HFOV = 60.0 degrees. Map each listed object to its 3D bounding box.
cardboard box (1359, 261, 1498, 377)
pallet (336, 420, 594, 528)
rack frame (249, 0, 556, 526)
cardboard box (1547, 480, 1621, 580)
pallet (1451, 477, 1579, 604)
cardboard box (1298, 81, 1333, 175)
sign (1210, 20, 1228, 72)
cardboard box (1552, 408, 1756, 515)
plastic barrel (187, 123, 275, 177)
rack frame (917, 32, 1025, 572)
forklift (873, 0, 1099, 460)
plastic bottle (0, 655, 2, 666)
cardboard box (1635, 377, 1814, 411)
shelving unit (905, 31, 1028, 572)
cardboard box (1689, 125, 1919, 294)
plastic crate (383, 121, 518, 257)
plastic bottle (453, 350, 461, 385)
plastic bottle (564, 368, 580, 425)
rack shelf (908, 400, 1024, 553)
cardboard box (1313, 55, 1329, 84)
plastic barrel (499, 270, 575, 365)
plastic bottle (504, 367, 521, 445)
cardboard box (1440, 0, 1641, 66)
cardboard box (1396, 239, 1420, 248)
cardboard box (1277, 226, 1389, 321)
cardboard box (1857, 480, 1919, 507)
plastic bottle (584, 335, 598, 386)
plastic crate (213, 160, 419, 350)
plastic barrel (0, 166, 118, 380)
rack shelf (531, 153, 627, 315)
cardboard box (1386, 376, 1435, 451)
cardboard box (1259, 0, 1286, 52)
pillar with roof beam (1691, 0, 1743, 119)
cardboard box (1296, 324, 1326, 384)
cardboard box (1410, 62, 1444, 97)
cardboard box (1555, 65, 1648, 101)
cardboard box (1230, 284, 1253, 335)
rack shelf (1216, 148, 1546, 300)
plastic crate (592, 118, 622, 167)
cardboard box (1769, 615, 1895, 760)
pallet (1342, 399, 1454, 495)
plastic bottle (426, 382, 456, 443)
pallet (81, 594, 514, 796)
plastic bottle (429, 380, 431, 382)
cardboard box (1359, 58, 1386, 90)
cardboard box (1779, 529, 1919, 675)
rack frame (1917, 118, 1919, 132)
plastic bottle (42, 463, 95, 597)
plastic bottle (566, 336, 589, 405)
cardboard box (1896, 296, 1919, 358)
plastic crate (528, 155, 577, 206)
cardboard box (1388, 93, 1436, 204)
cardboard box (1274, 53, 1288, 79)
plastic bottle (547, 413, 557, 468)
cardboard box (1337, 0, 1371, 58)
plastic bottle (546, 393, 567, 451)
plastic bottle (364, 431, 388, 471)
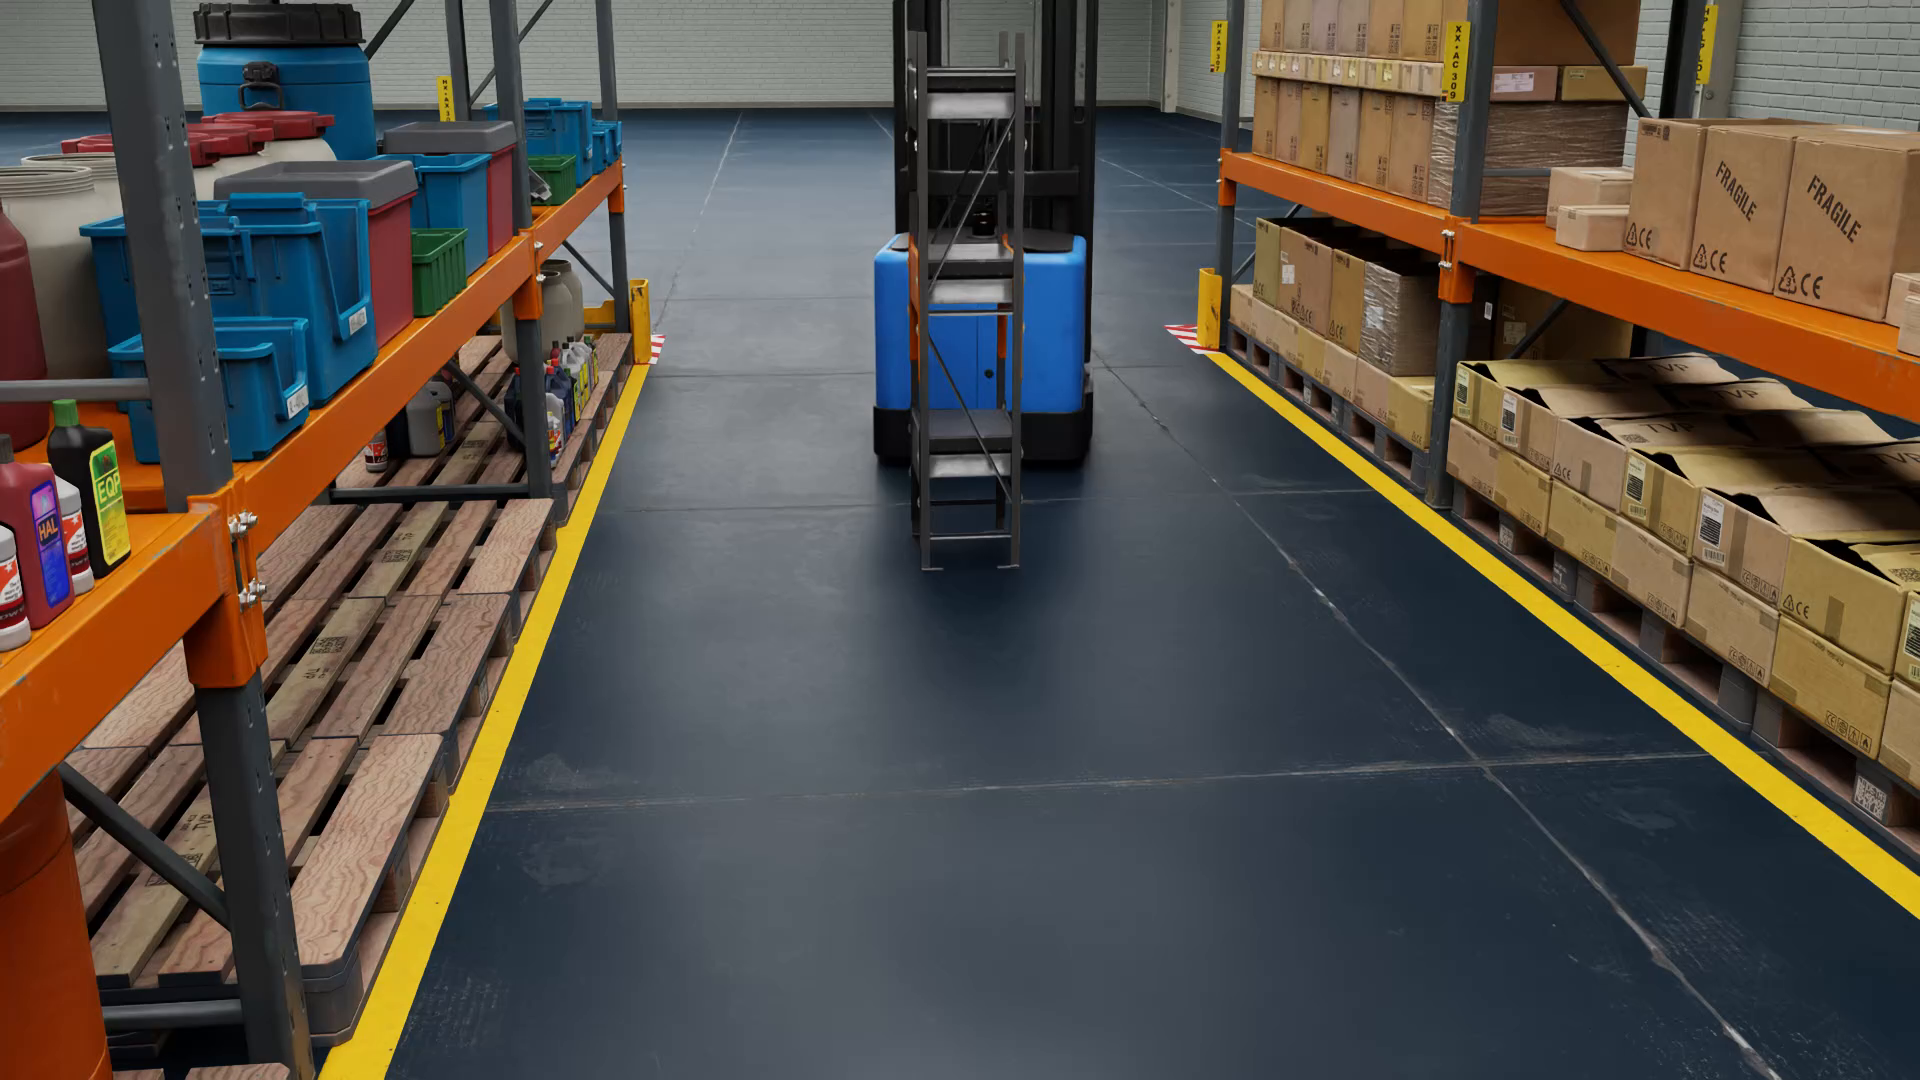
[{"bbox_3d":[2.351,-1.124,8.388,0.500,0.500,0.500,-2,18,-6],"label":"cardboard box"},{"bbox_3d":[-2.299,-0.317,7.833,1.003,0.211,1.213,-2,18,-6],"label":"pallet"},{"bbox_3d":[-2.271,-1.446,6.774,1.000,3.000,0.127,-2,18,-6],"label":"rack frame"},{"bbox_3d":[2.559,-0.052,6.223,0.500,0.250,0.500,-2,18,-7],"label":"cardboard box"},{"bbox_3d":[2.771,-0.049,6.980,1.003,0.211,1.213,-2,18,-6],"label":"pallet"},{"bbox_3d":[2.383,-2.393,9.625,0.700,0.500,0.500,-2,18,-5],"label":"cardboard box"},{"bbox_3d":[1.691,-3.225,10.863,0.100,0.325,0.005,-2,18,-6],"label":"sign"},{"bbox_3d":[2.552,-0.319,6.139,0.500,0.311,0.500,-2,18,-7],"label":"cardboard box"},{"bbox_3d":[-2.315,-1.000,5.128,0.433,0.535,0.433,0,17,0],"label":"plastic barrel"},{"bbox_3d":[0.042,-0.880,6.474,0.400,2.100,0.015,-2,18,-6],"label":"rack frame"},{"bbox_3d":[0.209,-2.183,9.237,1.130,2.935,3.031,1,17,5],"label":"forklift"},{"bbox_3d":[-1.365,0.081,2.243,0.097,0.201,0.097,0,17,0],"label":"plastic bottle"},{"bbox_3d":[3.043,-0.487,6.673,0.500,0.311,0.500,-1,17,-4],"label":"cardboard box"},{"bbox_3d":[0.017,-0.952,6.705,0.431,2.100,0.503,-2,18,-6],"label":"shelving unit"},{"bbox_3d":[2.825,-1.110,5.537,0.500,0.500,0.500,-2,18,-6],"label":"cardboard box"},{"bbox_3d":[-1.917,-1.341,6.335,0.402,0.464,0.583,-2,18,-6],"label":"plastic crate"},{"bbox_3d":[-2.807,-0.996,9.161,0.097,0.271,0.097,0,17,0],"label":"plastic bottle"},{"bbox_3d":[-1.937,-0.719,8.261,0.061,0.283,0.133,-1,17,-3],"label":"plastic bottle"},{"bbox_3d":[0.017,-0.272,6.919,0.431,0.518,0.480,-2,18,-6],"label":"rack shelf"},{"bbox_3d":[2.205,-2.639,9.326,0.380,0.149,0.250,-2,18,-6],"label":"cardboard box"},{"bbox_3d":[-2.488,-1.308,9.787,0.421,0.512,0.421,0,17,0],"label":"plastic barrel"},{"bbox_3d":[-2.085,-0.640,7.897,0.144,0.351,0.185,-2,18,-6],"label":"plastic bottle"},{"bbox_3d":[2.604,-2.396,7.469,0.700,0.500,0.500,-2,18,-5],"label":"cardboard box"},{"bbox_3d":[2.763,-1.438,9.388,0.500,0.500,0.500,-2,18,-6],"label":"cardboard box"},{"bbox_3d":[2.195,-1.571,9.812,0.500,0.500,0.500,-2,18,-6],"label":"cardboard box"},{"bbox_3d":[3.194,-0.035,5.234,0.500,0.311,0.500,-2,18,-7],"label":"cardboard box"},{"bbox_3d":[-2.028,-0.983,9.102,0.061,0.283,0.133,-1,17,-4],"label":"plastic bottle"},{"bbox_3d":[-1.721,-0.775,4.532,0.402,0.464,0.583,-2,18,-6],"label":"plastic crate"},{"bbox_3d":[-2.177,-0.607,3.916,0.421,0.512,0.421,0,17,0],"label":"plastic barrel"},{"bbox_3d":[-2.478,-1.698,8.779,1.077,0.370,4.000,-2,18,-6],"label":"rack shelf"},{"bbox_3d":[2.391,-0.617,8.025,0.500,0.250,0.500,-2,18,-6],"label":"cardboard box"},{"bbox_3d":[2.284,-3.301,10.350,0.700,0.500,0.500,-2,18,-5],"label":"cardboard box"},{"bbox_3d":[3.202,-7.278,15.337,9.100,9.000,0.400,-2,18,-6],"label":"pillar with roof beam"},{"bbox_3d":[2.231,-1.064,9.448,0.500,0.250,0.500,-2,18,-6],"label":"cardboard box"},{"bbox_3d":[2.362,-2.181,7.866,0.380,0.149,0.250,-2,18,-7],"label":"cardboard box"},{"bbox_3d":[2.821,-2.041,7.420,0.380,0.149,0.250,-2,18,-6],"label":"cardboard box"},{"bbox_3d":[2.078,-1.511,10.872,0.500,0.250,0.500,-2,18,-6],"label":"cardboard box"},{"bbox_3d":[2.450,-1.850,9.263,1.077,0.370,4.000,-2,18,-6],"label":"rack shelf"},{"bbox_3d":[-2.335,-2.426,10.146,0.499,0.251,0.616,-2,18,-6],"label":"plastic crate"},{"bbox_3d":[2.715,0.403,4.775,0.500,0.250,0.500,-2,18,-6],"label":"cardboard box"},{"bbox_3d":[2.616,-0.505,8.434,1.003,0.211,1.213,-2,18,-6],"label":"pallet"},{"bbox_3d":[-2.499,-0.608,7.919,0.152,0.276,0.135,-2,18,-6],"label":"plastic bottle"},{"bbox_3d":[-2.023,0.482,5.290,1.003,0.211,1.213,-2,18,-6],"label":"pallet"},{"bbox_3d":[-2.677,-0.728,8.176,0.144,0.351,0.185,-2,18,-6],"label":"plastic bottle"},{"bbox_3d":[2.285,-2.407,8.588,0.380,0.149,0.250,-1,17,-4],"label":"cardboard box"},{"bbox_3d":[2.710,0.135,4.692,0.500,0.311,0.500,-2,18,-6],"label":"cardboard box"},{"bbox_3d":[7.170,-2.943,11.545,1.000,3.000,0.127,-2,18,-6],"label":"rack frame"},{"bbox_3d":[-1.399,-0.017,2.554,0.097,0.201,0.097,0,17,0],"label":"plastic bottle"},{"bbox_3d":[-2.024,-0.883,8.670,0.144,0.351,0.185,-1,17,-3],"label":"plastic bottle"},{"bbox_3d":[2.701,-0.545,4.326,0.380,0.149,0.250,-2,18,-6],"label":"cardboard box"},{"bbox_3d":[-2.131,-1.758,8.121,0.450,0.188,0.662,-2,18,-6],"label":"plastic crate"},{"bbox_3d":[2.543,-1.934,8.163,0.700,0.500,0.500,-2,18,-6],"label":"cardboard box"},{"bbox_3d":[2.124,-2.870,10.061,0.380,0.149,0.250,-2,18,-5],"label":"cardboard box"},{"bbox_3d":[-1.868,-0.462,7.462,0.097,0.271,0.097,0,17,0],"label":"plastic bottle"},{"bbox_3d":[2.449,-2.845,8.898,0.700,0.500,0.500,-2,18,-6],"label":"cardboard box"},{"bbox_3d":[-1.929,-0.560,7.765,0.152,0.276,0.135,-1,17,-4],"label":"plastic bottle"},{"bbox_3d":[-2.619,-0.419,7.441,0.097,0.201,0.097,0,17,0],"label":"plastic bottle"}]
